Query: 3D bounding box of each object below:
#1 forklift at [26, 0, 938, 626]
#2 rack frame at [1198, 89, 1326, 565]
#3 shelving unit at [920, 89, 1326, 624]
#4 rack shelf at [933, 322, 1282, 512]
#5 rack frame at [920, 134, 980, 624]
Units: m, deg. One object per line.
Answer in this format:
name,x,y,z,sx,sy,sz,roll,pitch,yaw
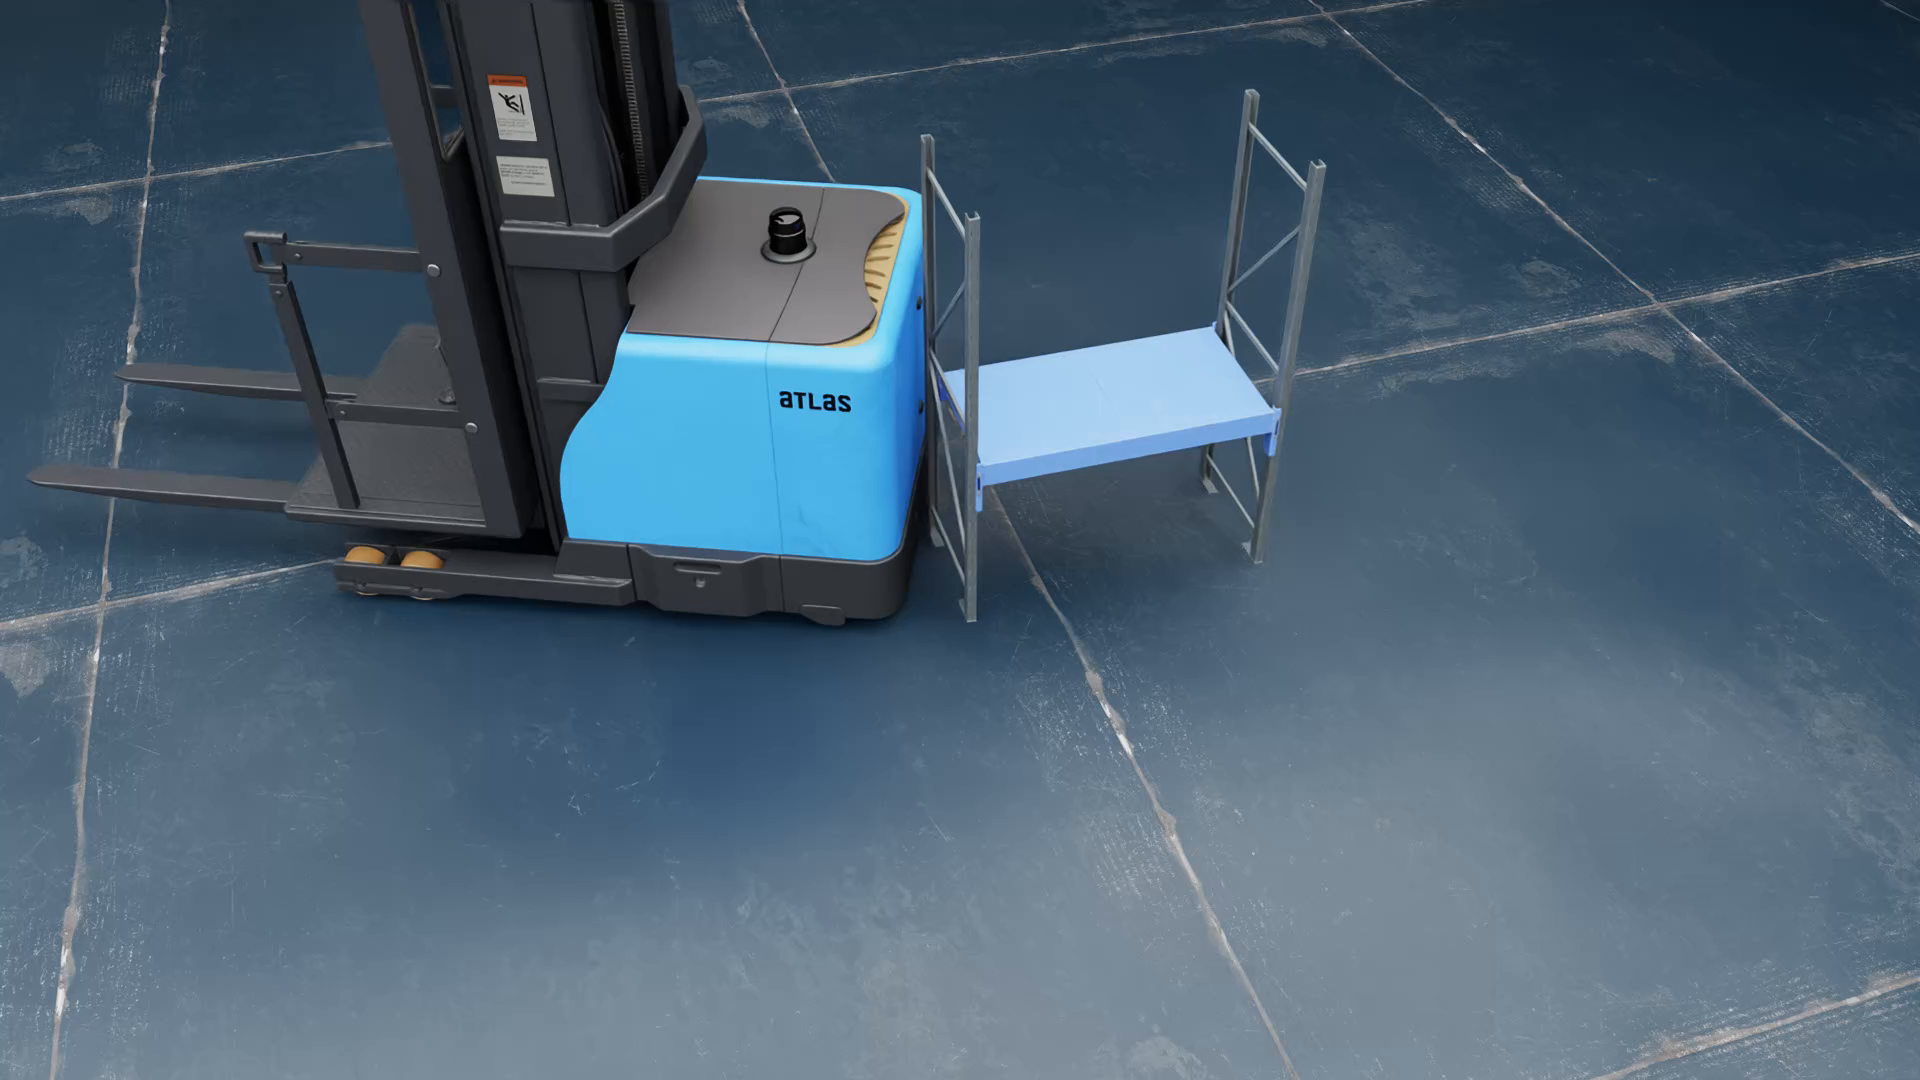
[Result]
forklift,-1.633,-1.245,4.947,3.031,2.935,1.130,4,41,5
rack frame,0.945,-0.639,5.342,0.032,1.500,0.500,-11,42,-12
shelving unit,0.457,-0.545,5.234,1.048,1.500,0.538,-11,42,-12
rack shelf,0.457,-0.410,5.352,1.000,0.185,0.538,-11,42,-12
rack frame,-0.030,-0.451,5.126,0.032,1.500,0.500,-11,42,-12
